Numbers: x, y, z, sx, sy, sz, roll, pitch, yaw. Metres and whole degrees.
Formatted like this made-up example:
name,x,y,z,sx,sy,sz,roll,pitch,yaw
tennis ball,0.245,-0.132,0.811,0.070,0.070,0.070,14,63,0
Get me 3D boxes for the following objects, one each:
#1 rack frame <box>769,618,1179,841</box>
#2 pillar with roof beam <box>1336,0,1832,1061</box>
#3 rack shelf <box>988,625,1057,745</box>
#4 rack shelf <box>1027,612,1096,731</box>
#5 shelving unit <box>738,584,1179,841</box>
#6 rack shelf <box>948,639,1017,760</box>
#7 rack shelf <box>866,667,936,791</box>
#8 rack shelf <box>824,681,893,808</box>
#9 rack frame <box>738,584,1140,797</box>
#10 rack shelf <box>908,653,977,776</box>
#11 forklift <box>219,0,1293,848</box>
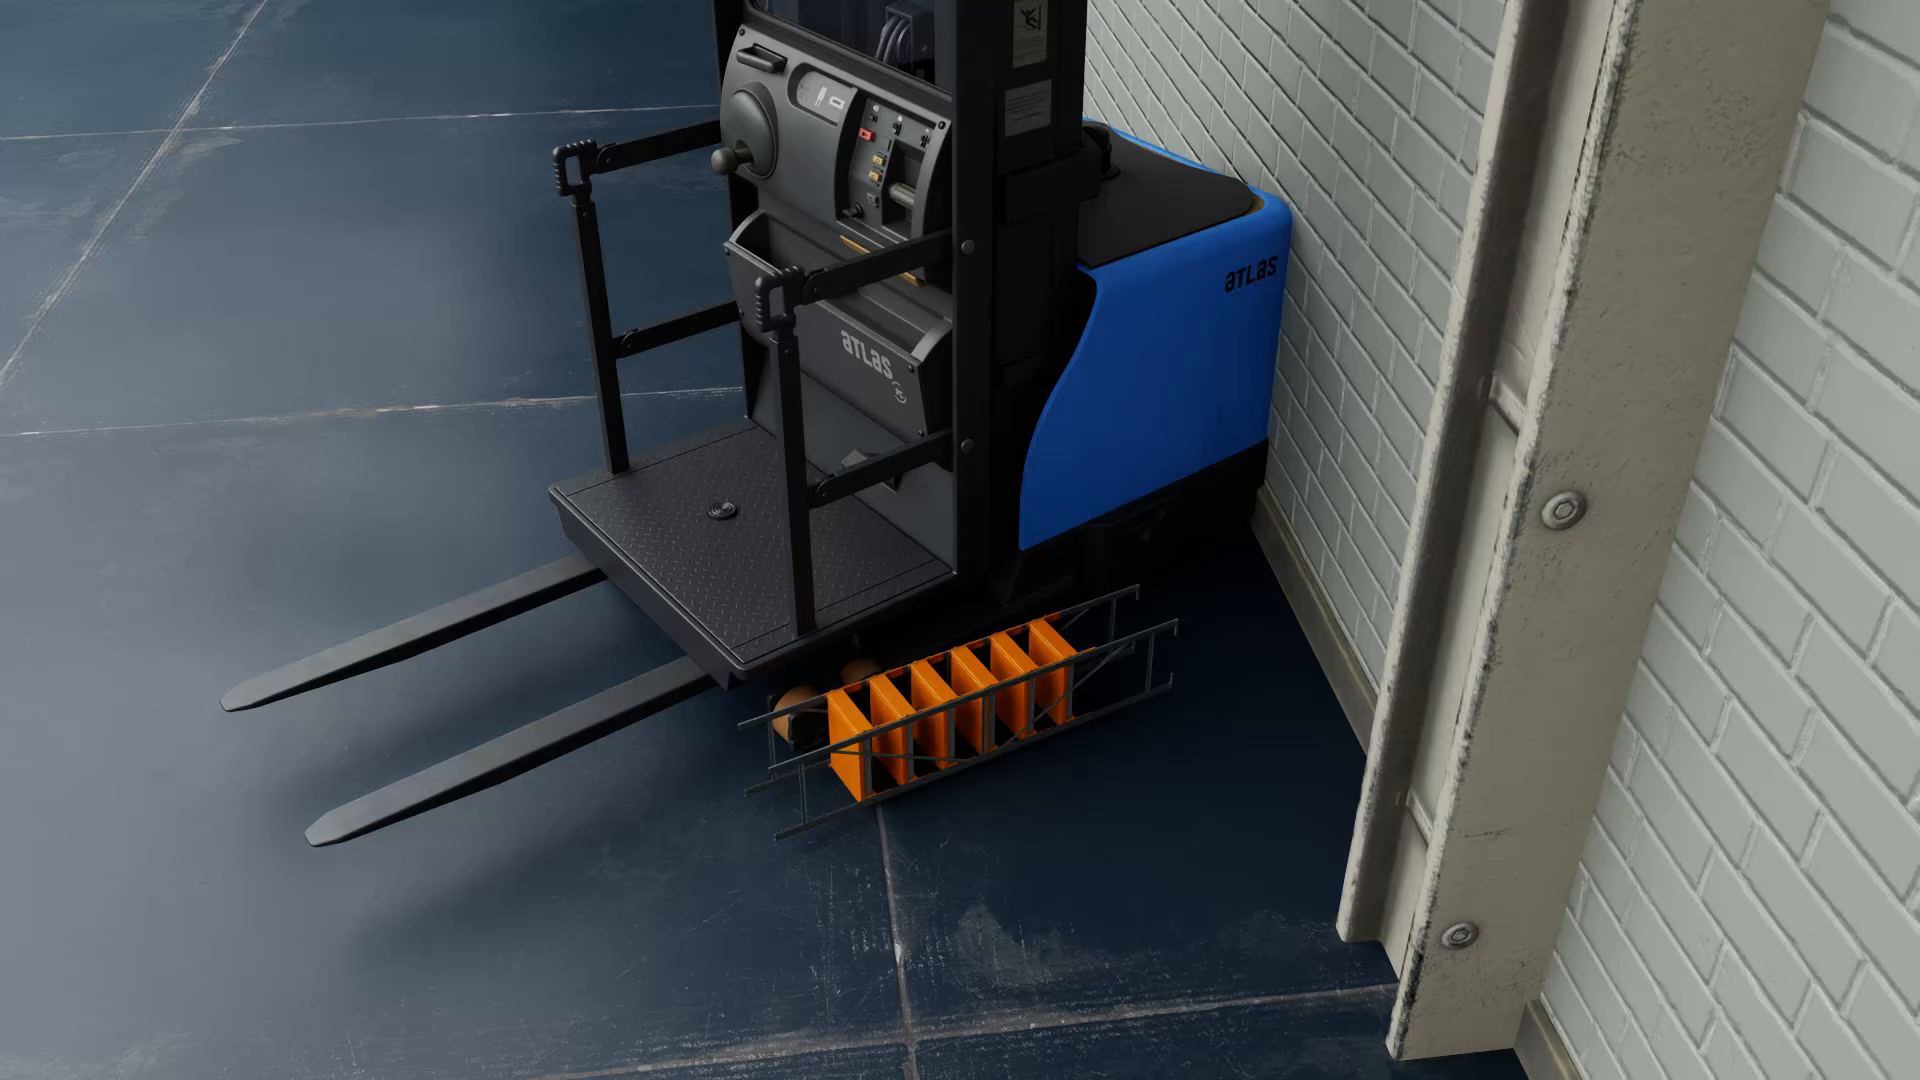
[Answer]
name,x,y,z,sx,sy,sz,roll,pitch,yaw
rack frame,0.065,0.477,4.288,1.200,0.240,0.006,-18,38,-24
pillar with roof beam,-3.202,-2.388,0.763,9.100,9.000,0.400,-4,35,-6
rack shelf,0.163,0.387,4.421,0.103,0.258,0.180,-18,38,-24
rack shelf,0.267,0.353,4.470,0.103,0.258,0.180,-18,38,-24
shelving unit,0.020,0.432,4.354,1.200,0.258,0.189,-18,38,-24
rack shelf,0.058,0.420,4.372,0.103,0.258,0.180,-18,38,-24
rack shelf,-0.150,0.487,4.274,0.103,0.258,0.180,-18,38,-24
rack shelf,-0.255,0.520,4.225,0.103,0.258,0.180,-18,38,-24
rack frame,-0.026,0.388,4.420,1.200,0.240,0.006,-18,38,-24
rack shelf,-0.046,0.454,4.323,0.103,0.258,0.180,-18,38,-24
forklift,-0.498,-0.994,4.105,3.031,2.935,1.130,-24,41,-30
